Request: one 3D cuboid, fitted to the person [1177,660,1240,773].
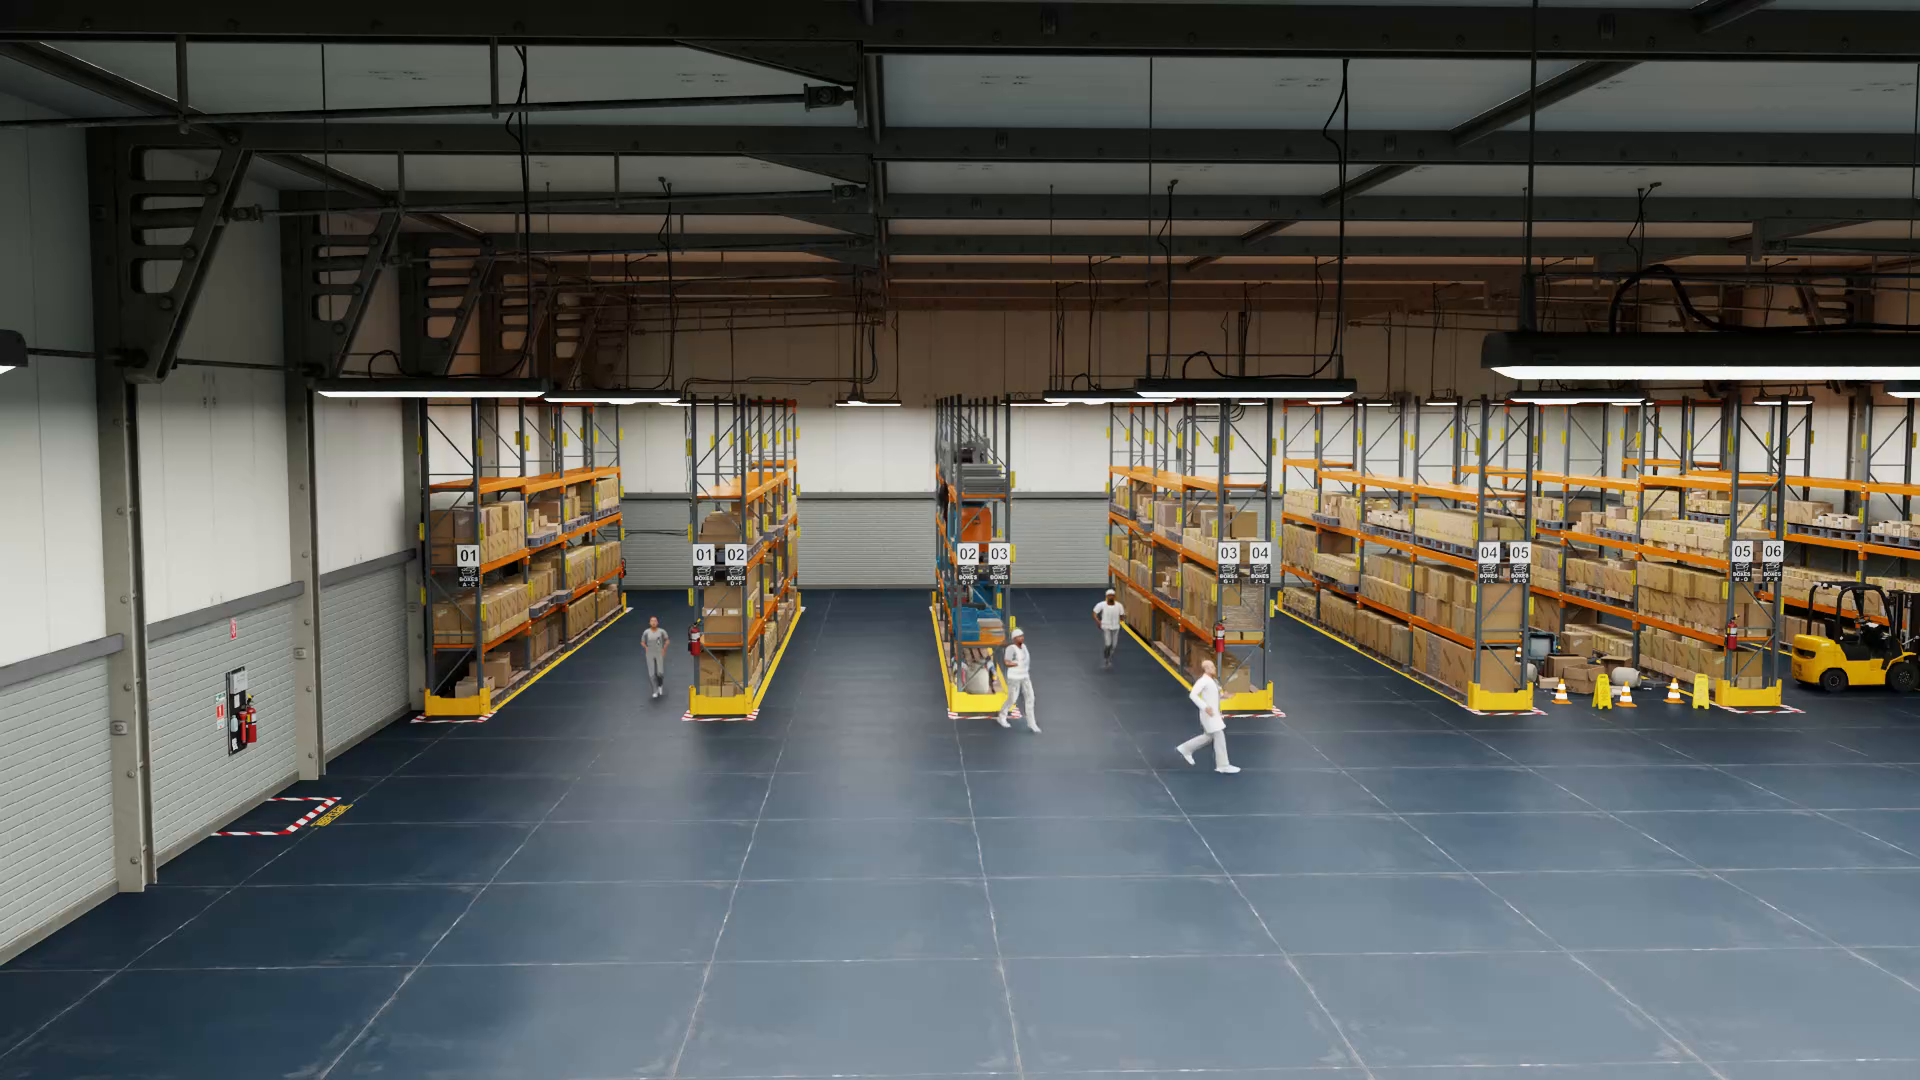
[{"bbox_3d":[3.916,2.765,26.211,1.027,1.754,0.714,2,5,19],"label":"person"}]

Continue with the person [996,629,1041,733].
[{"bbox_3d":[1.025,2.495,29.552,0.811,1.833,0.678,4,6,40],"label":"person"}]

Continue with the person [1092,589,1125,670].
[{"bbox_3d":[3.313,1.973,36.584,0.679,1.773,0.652,-1,5,-10],"label":"person"}]

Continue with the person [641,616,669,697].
[{"bbox_3d":[-6.042,2.312,32.933,0.557,1.625,0.564,-1,5,-8],"label":"person"}]
